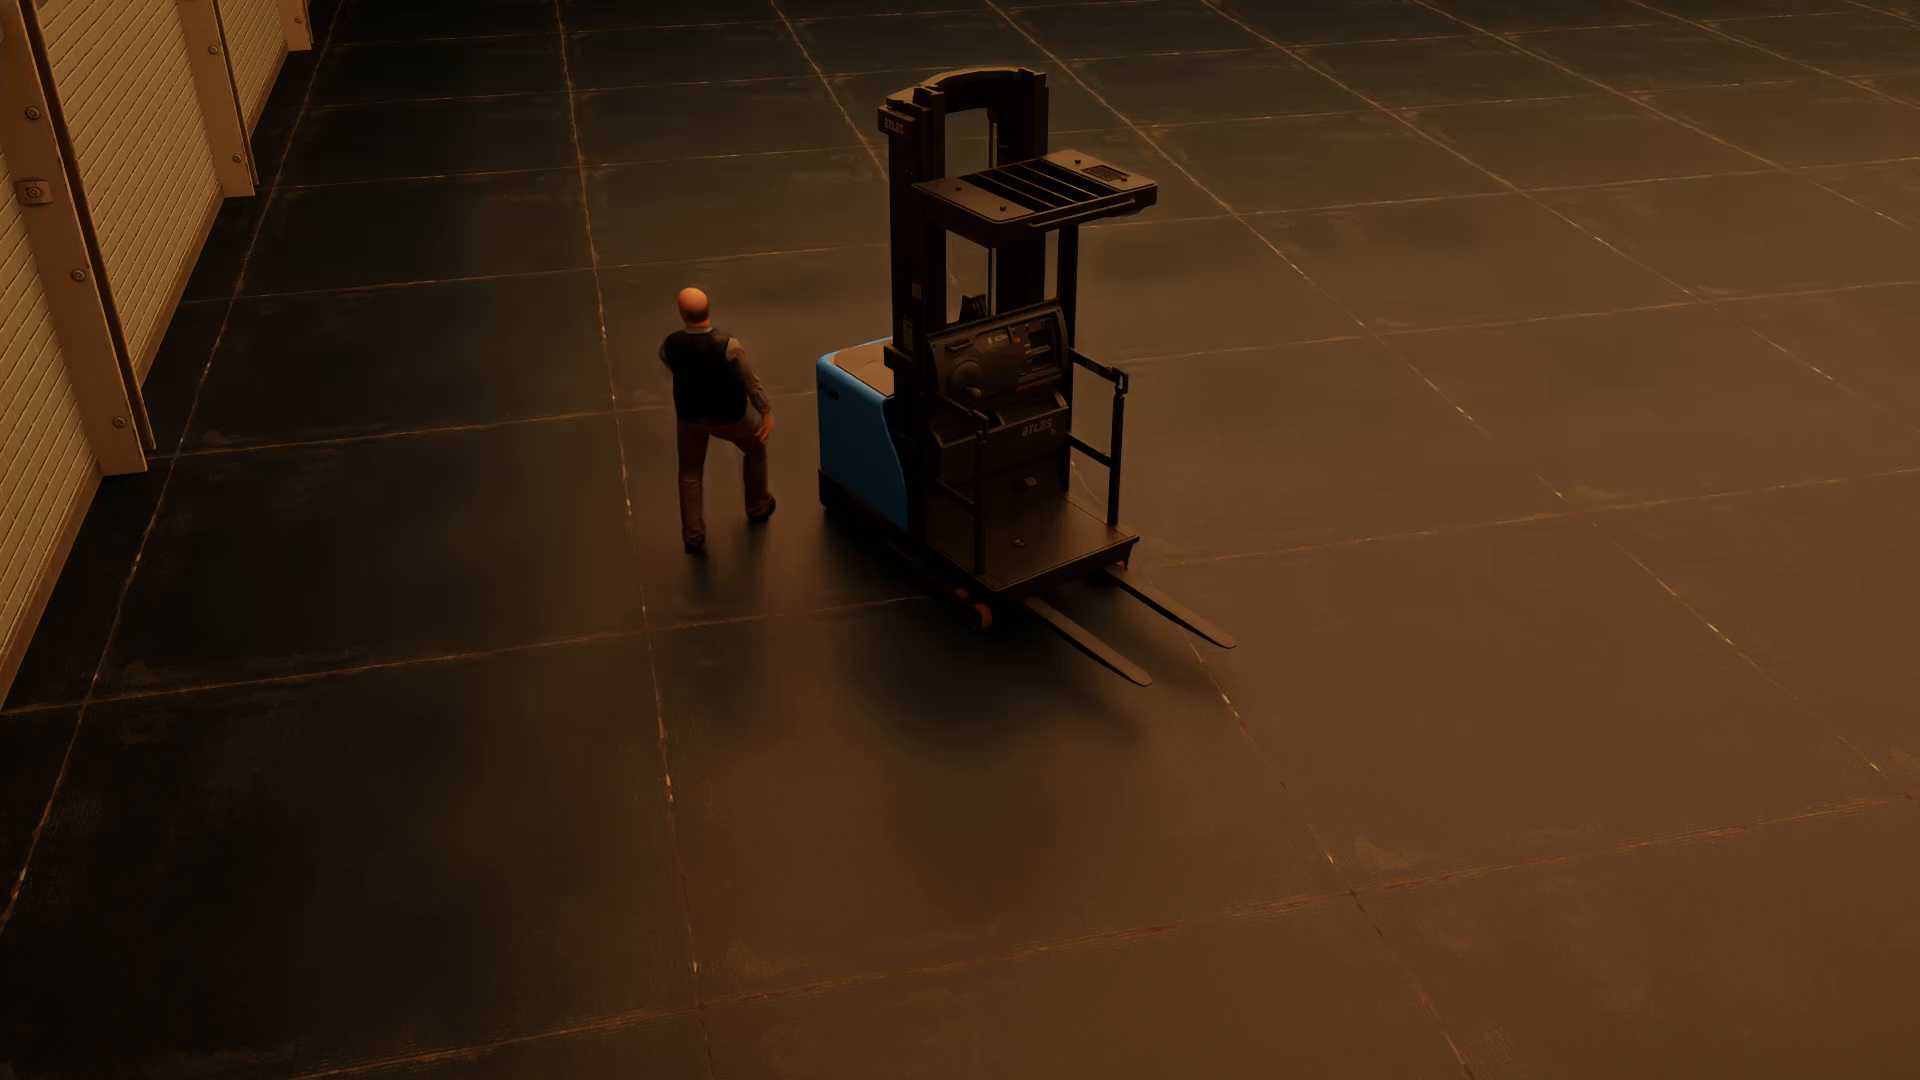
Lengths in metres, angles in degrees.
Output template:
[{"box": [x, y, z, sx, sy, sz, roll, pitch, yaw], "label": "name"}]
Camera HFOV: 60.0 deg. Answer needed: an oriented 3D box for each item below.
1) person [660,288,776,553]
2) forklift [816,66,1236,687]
[{"box": [-1.470, -0.788, 10.220, 0.662, 1.659, 0.718, 1, 30, 2], "label": "person"}, {"box": [0.355, -1.021, 9.338, 1.130, 2.935, 3.031, -20, 35, -30], "label": "forklift"}]
